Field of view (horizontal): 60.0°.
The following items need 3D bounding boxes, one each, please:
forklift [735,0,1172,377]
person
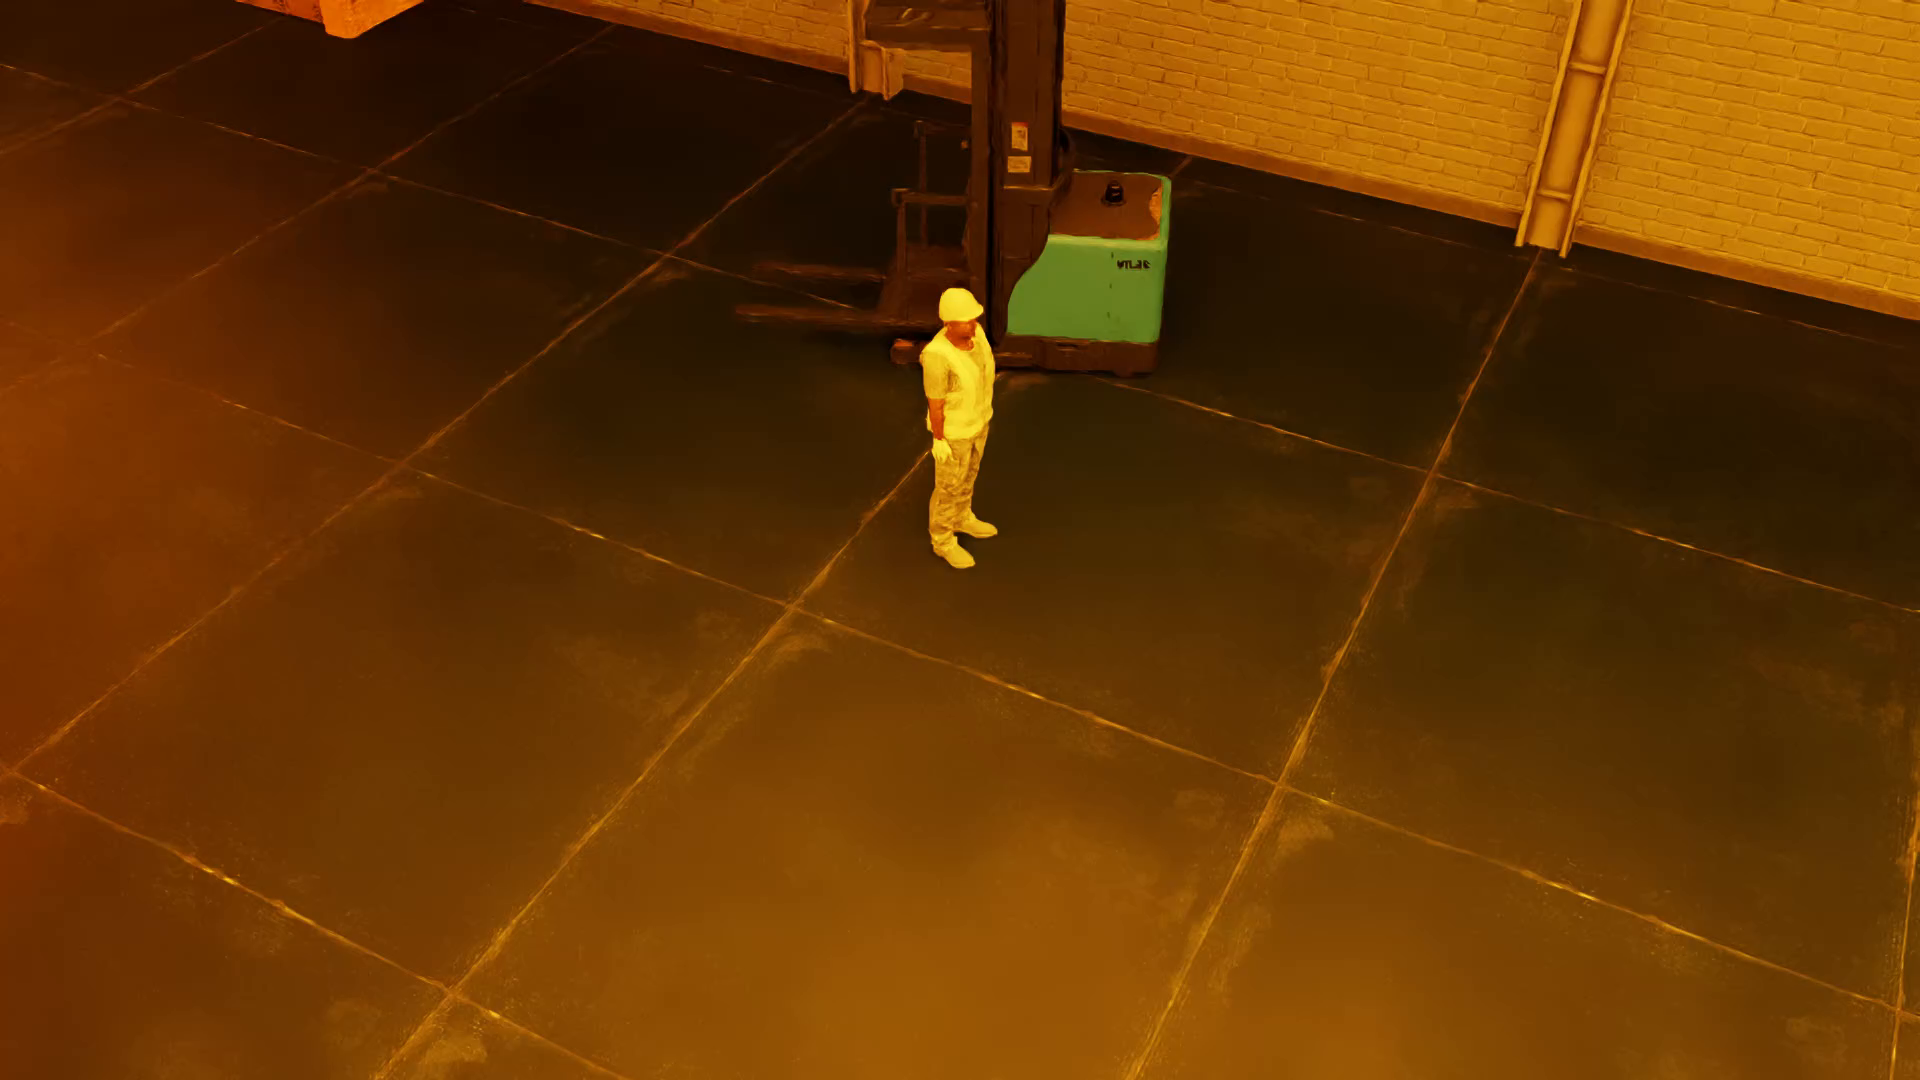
[{"bbox_3d":[-0.062,-2.675,11.163,3.031,2.935,1.130,5,40,6],"label":"forklift"},{"bbox_3d":[0.012,-0.680,9.682,0.365,1.790,0.546,18,43,21],"label":"person"}]
